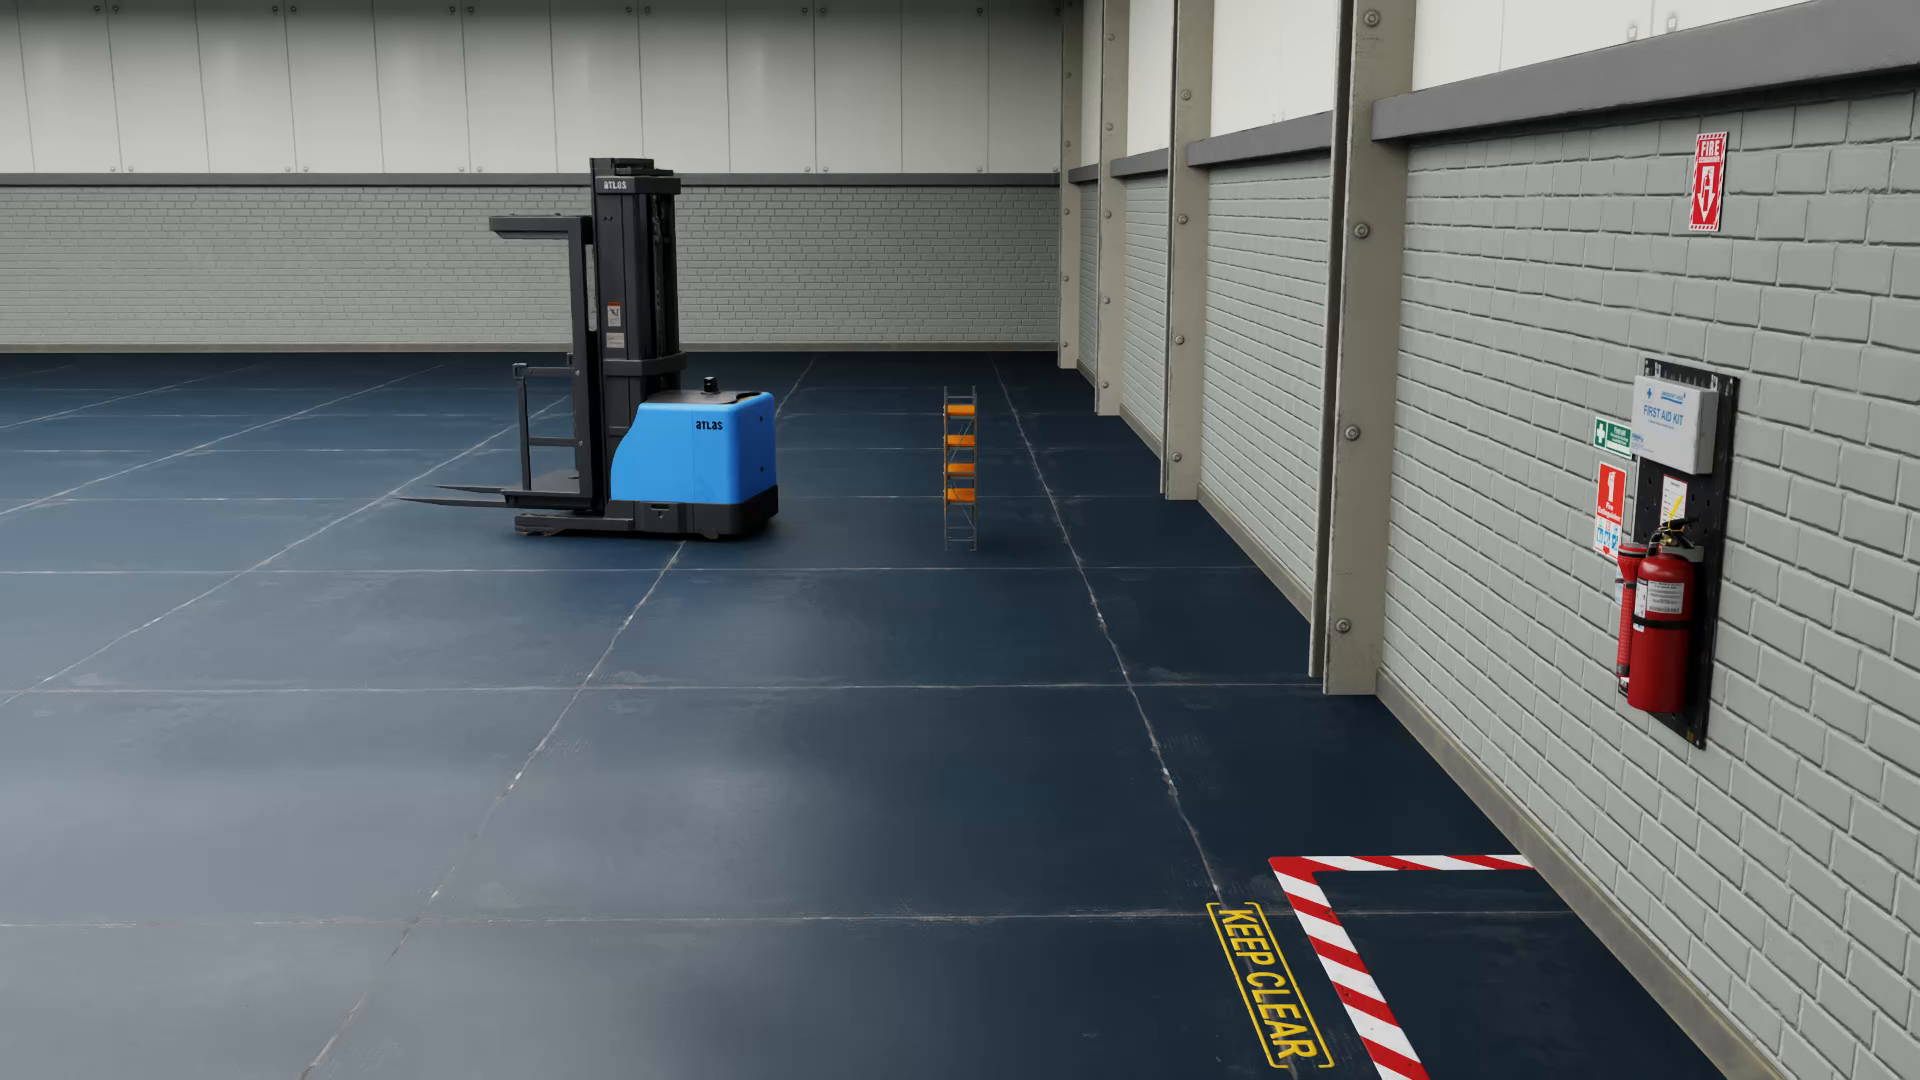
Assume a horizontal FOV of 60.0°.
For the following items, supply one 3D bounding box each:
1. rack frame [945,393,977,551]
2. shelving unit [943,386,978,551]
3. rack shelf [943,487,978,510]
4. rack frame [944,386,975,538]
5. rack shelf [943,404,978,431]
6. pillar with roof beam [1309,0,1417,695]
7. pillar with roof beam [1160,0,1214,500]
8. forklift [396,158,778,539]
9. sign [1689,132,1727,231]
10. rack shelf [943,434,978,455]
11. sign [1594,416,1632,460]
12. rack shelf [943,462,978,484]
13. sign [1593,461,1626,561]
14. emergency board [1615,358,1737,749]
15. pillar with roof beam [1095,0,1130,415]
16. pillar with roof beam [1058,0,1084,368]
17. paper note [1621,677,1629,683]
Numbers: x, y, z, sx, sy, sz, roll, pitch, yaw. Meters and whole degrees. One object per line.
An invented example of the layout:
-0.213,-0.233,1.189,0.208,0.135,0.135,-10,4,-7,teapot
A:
0.008,-0.507,12.539,0.240,1.200,0.015,0,11,-1,rack frame
0.003,-0.555,12.778,0.258,1.200,0.503,0,11,-1,shelving unit
0.003,-0.295,12.830,0.258,0.148,0.480,0,11,-1,rack shelf
-0.002,-0.604,13.017,0.240,1.200,0.015,0,11,-1,rack frame
0.003,-0.940,12.699,0.258,0.148,0.480,0,11,-1,rack shelf
-2.188,-3.600,8.169,9.100,9.000,0.400,0,11,-1,pillar with roof beam
-2.312,-4.792,14.048,9.100,9.000,0.400,0,11,-1,pillar with roof beam
-3.078,-1.567,13.409,3.031,2.935,1.130,2,12,11,forklift
2.326,-1.114,5.176,0.001,0.298,0.199,0,11,-1,sign
0.003,-0.708,12.747,0.258,0.148,0.480,0,11,-1,rack shelf
2.310,-0.363,5.879,0.001,0.109,0.331,0,11,-1,sign
0.003,-0.489,12.791,0.258,0.148,0.480,0,11,-1,rack shelf
2.318,-0.104,5.937,0.001,0.329,0.234,0,11,-1,sign
2.227,0.024,5.396,0.194,1.169,0.643,0,11,-1,emergency board
-2.436,-5.985,19.927,9.100,9.000,0.400,0,11,-1,pillar with roof beam
-2.560,-7.178,25.806,9.100,9.000,0.400,0,11,-1,pillar with roof beam
2.292,0.420,5.659,0.016,0.148,0.142,0,11,-1,paper note
